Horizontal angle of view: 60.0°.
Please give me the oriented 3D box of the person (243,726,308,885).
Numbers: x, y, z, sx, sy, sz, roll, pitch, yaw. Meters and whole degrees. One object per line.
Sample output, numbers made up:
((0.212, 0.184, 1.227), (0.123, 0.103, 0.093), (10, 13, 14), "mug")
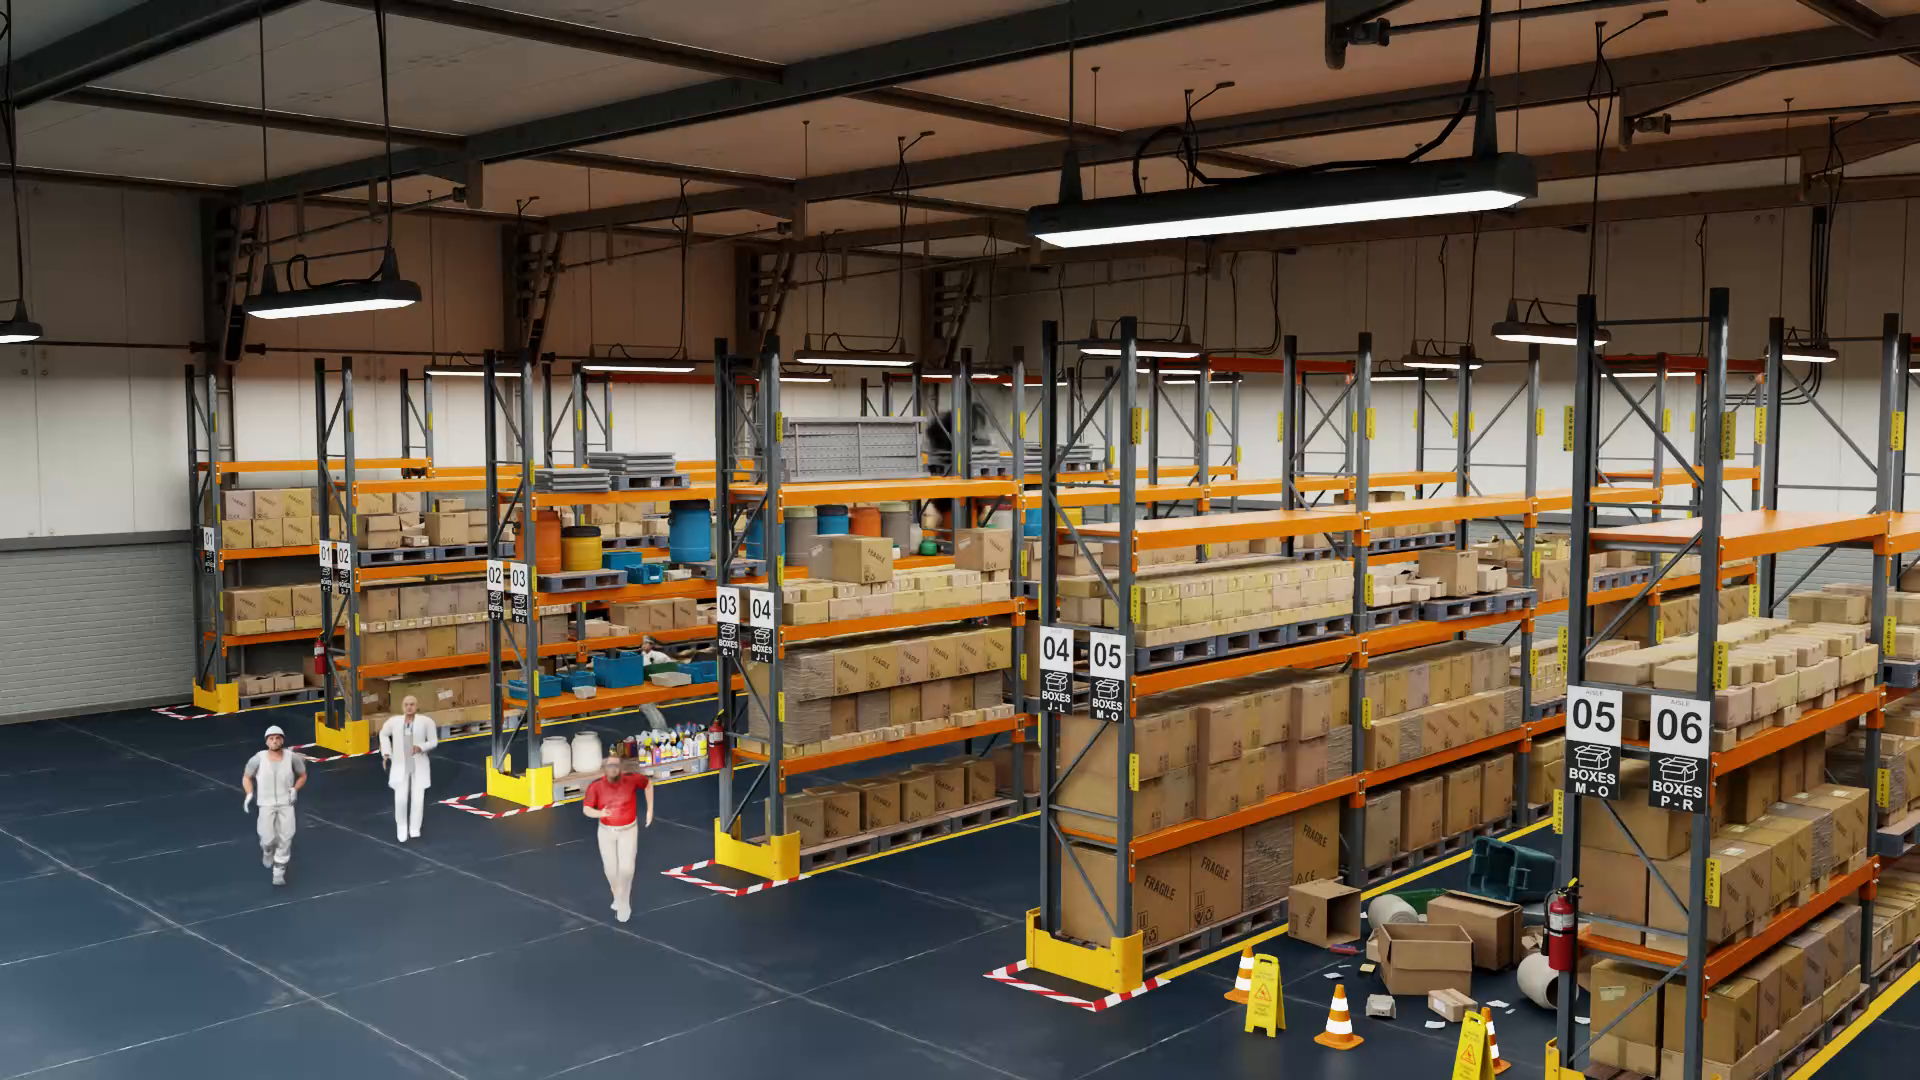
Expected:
((-7.488, 2.907, 18.214), (0.657, 1.740, 0.543), (-2, 5, -24), "person")

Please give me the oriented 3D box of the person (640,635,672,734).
((-4.868, 2.315, 26.247), (0.601, 1.674, 0.700), (3, 5, 36), "person")

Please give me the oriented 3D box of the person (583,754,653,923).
((-3.474, 3.017, 16.930), (0.693, 1.727, 0.833), (-1, 4, -9), "person")

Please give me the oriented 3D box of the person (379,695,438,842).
((-6.620, 2.750, 19.992), (0.680, 1.763, 0.731), (-1, 5, -17), "person")
